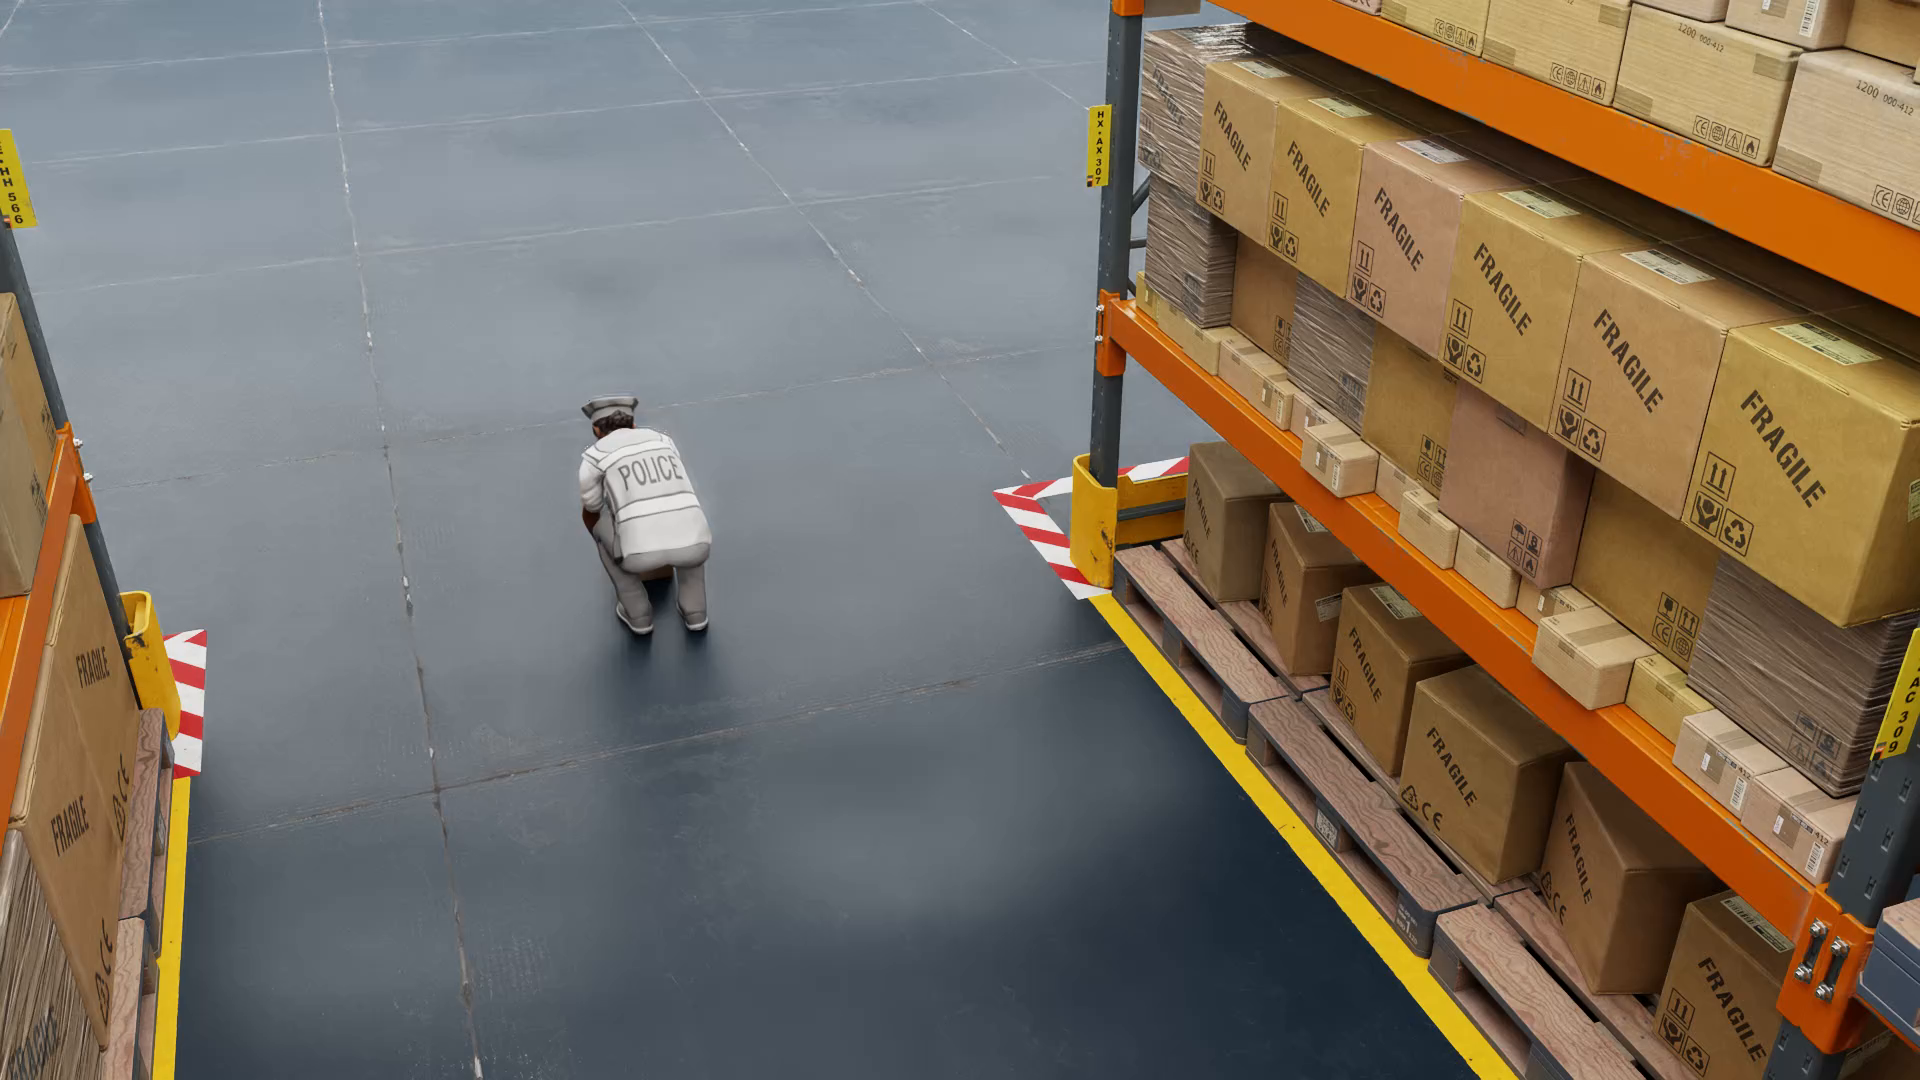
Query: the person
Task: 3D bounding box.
[{"bbox_3d":[-1.340,-0.100,7.059,0.481,0.914,0.864,-11,32,-18],"label":"person"}]
